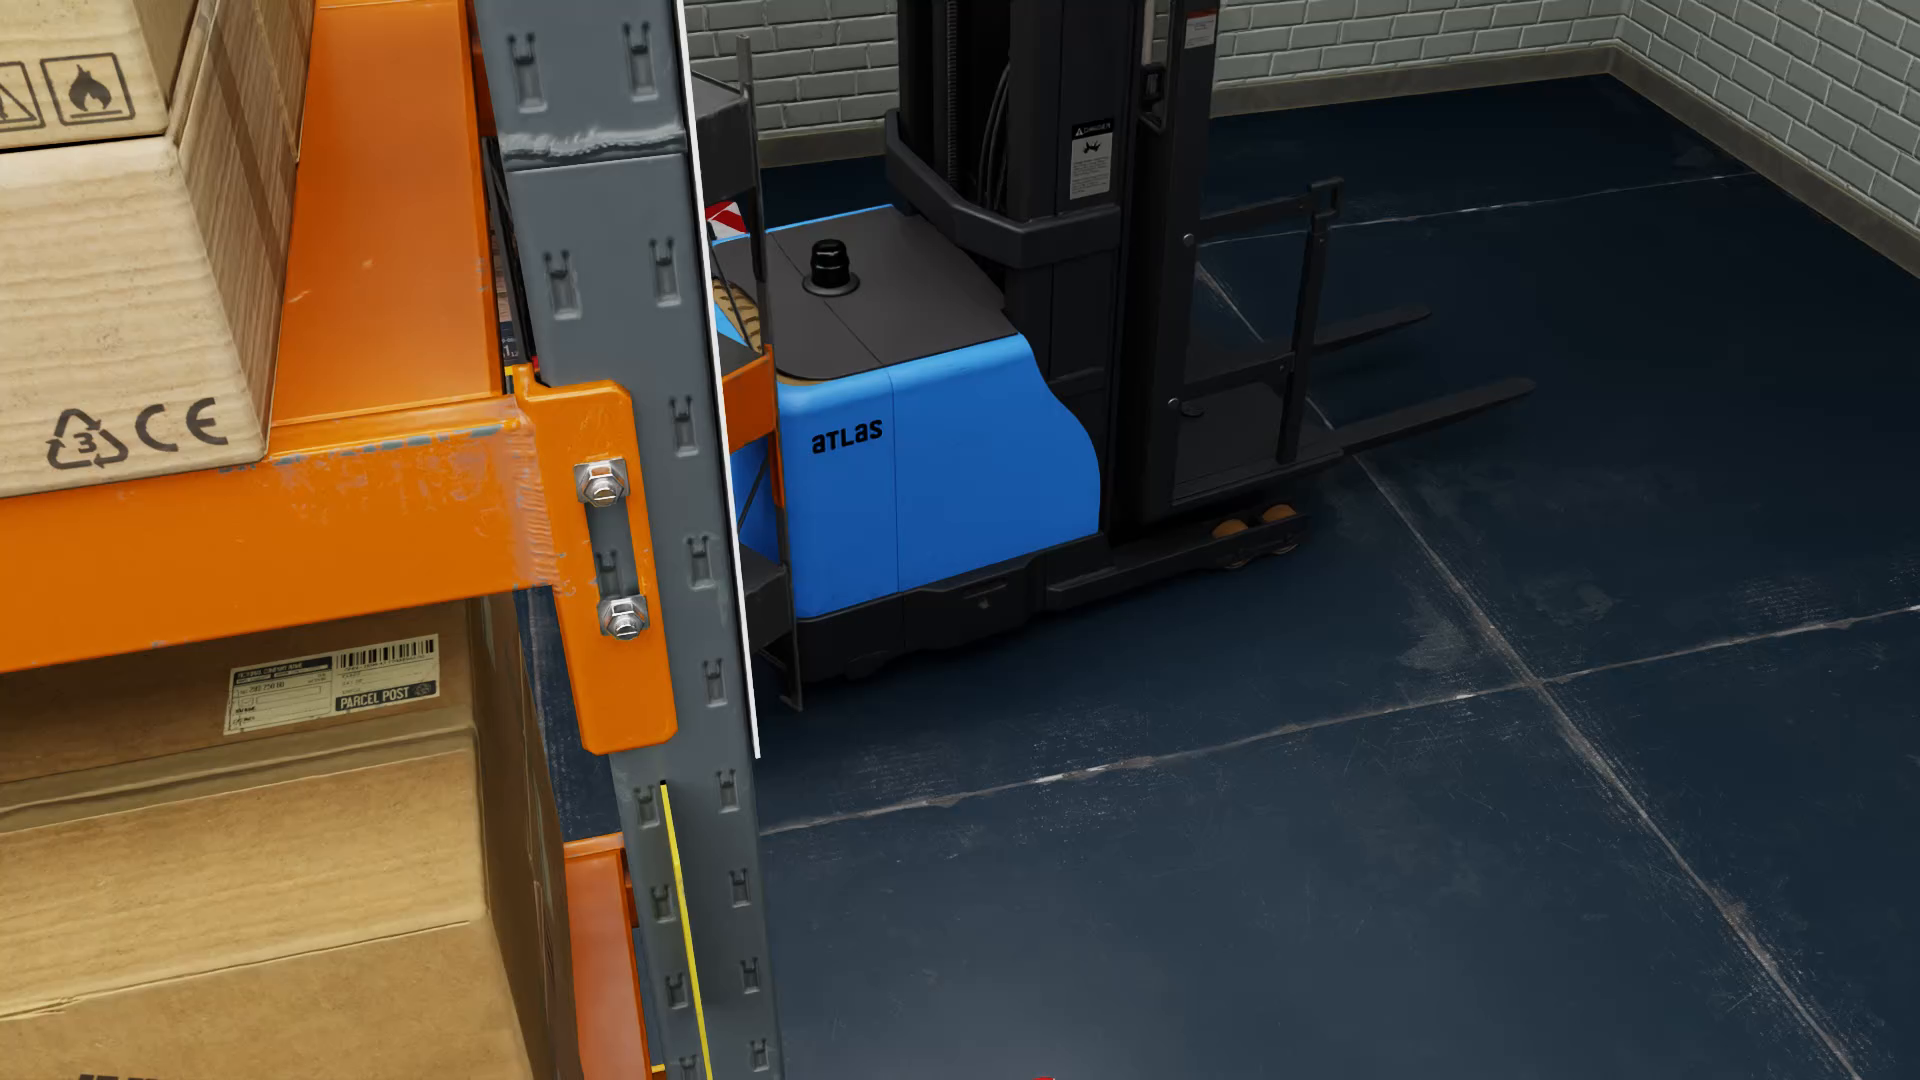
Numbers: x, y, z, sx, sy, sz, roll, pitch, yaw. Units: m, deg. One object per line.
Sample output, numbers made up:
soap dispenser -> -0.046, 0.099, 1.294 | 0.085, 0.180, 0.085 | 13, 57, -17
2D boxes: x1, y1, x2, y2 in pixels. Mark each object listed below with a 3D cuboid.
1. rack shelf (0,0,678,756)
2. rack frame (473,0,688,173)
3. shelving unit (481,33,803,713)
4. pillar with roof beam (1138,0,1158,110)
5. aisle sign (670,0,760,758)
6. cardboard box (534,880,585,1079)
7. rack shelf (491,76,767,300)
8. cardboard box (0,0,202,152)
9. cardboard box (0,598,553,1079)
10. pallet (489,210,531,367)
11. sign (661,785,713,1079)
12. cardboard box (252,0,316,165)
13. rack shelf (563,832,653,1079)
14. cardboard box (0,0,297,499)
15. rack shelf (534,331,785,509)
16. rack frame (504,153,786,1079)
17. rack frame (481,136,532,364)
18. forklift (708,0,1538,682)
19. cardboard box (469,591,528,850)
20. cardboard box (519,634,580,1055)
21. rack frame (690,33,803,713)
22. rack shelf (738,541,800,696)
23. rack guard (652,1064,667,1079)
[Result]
rack shelf -> -2.313, 0.047, 1.343 | 4.000, 0.370, 1.077 | -9, 38, -12
rack frame -> -0.383, -1.747, 0.627 | 0.127, 3.000, 1.000 | -9, 38, -12
shelving unit -> -0.796, -0.284, 4.392 | 0.431, 2.100, 0.503 | 29, 46, 32
pillar with roof beam -> 1.826, -3.062, 2.346 | 0.400, 9.000, 9.100 | -9, 38, -12
aisle sign -> -0.237, -0.228, 1.439 | 0.004, 0.787, 0.394 | -9, 38, -12
cardboard box -> -0.744, 0.827, 2.118 | 0.500, 0.500, 0.500 | -8, 38, -11
rack shelf -> -0.796, -0.829, 3.975 | 0.431, 0.518, 0.480 | 29, 46, 32
cardboard box -> -0.812, -0.464, 1.130 | 0.500, 0.250, 0.500 | -9, 38, -12
cardboard box -> -0.741, 0.431, 1.813 | 0.500, 0.500, 0.500 | -10, 38, -12
pallet -> -2.429, -0.989, 6.869 | 1.213, 0.211, 1.003 | -9, 38, -12
sign -> -0.257, 0.379, 1.573 | 0.005, 0.325, 0.100 | -9, 38, -12
cardboard box -> -0.945, -0.564, 1.673 | 0.500, 0.250, 0.500 | -9, 38, -12
rack shelf -> -2.313, 1.238, 2.254 | 4.000, 0.370, 1.077 | -9, 38, -12
cardboard box -> -0.810, -0.260, 1.276 | 0.500, 0.250, 0.500 | -9, 38, -12
rack shelf -> -0.796, -0.273, 4.401 | 0.431, 0.518, 0.480 | 29, 46, 32
rack frame -> -0.383, 0.636, 2.450 | 0.127, 3.000, 1.000 | -9, 38, -12
rack frame -> -0.961, -0.174, 4.249 | 0.400, 2.100, 0.015 | 29, 46, 32
forklift -> 0.624, -1.339, 5.088 | 3.031, 2.935, 1.130 | -16, 40, -20
cardboard box -> -0.880, 0.115, 2.226 | 0.500, 0.500, 0.500 | -8, 38, -11
cardboard box -> -0.880, 0.512, 2.530 | 0.500, 0.500, 0.500 | -9, 38, -11
rack frame -> -0.631, -0.393, 4.535 | 0.400, 2.100, 0.015 | 29, 46, 32
rack shelf -> -0.796, 0.283, 4.826 | 0.431, 0.518, 0.480 | 29, 46, 32
rack guard -> -0.456, 1.641, 3.194 | 0.348, 0.500, 1.175 | -9, 38, -12
